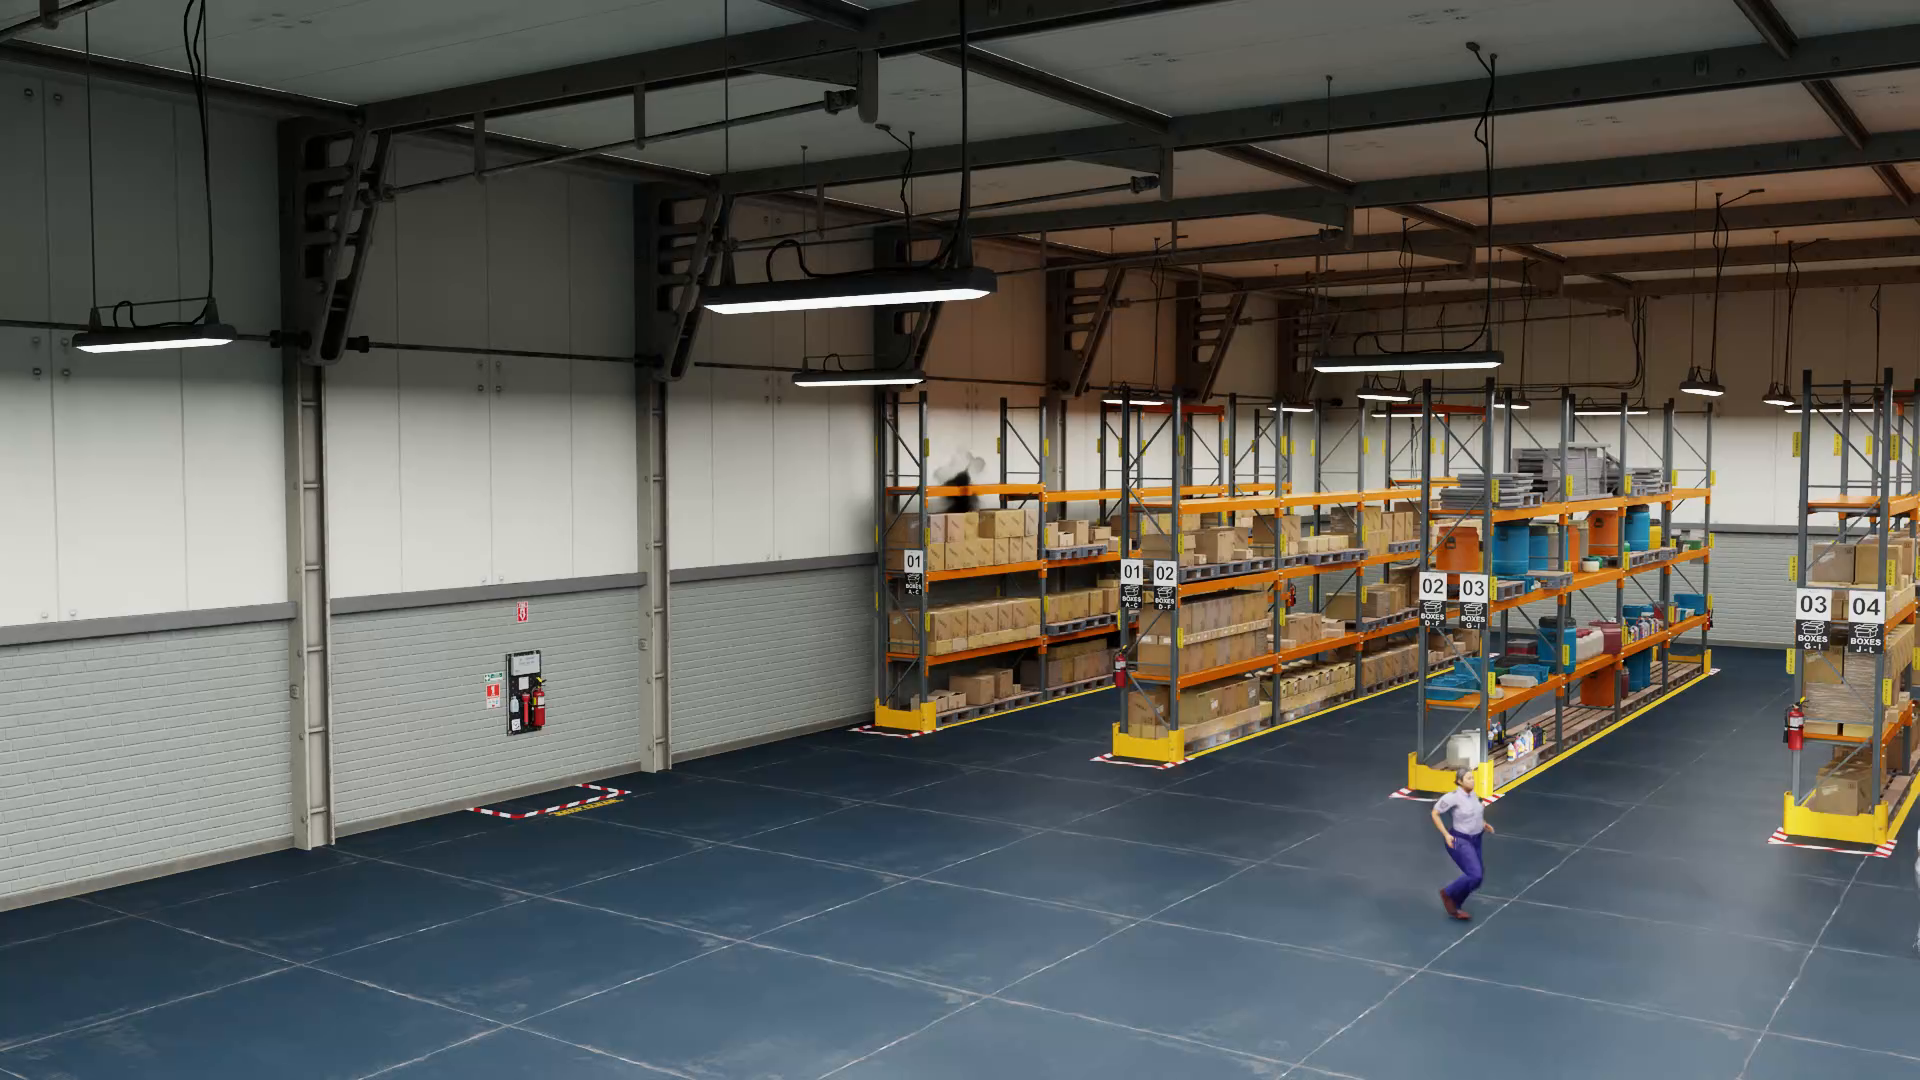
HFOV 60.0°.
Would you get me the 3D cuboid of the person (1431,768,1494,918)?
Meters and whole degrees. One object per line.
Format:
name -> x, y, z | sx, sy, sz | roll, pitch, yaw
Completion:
person -> 5.365, 3.216, 17.557 | 0.593, 1.606, 0.567 | -2, 4, -38
